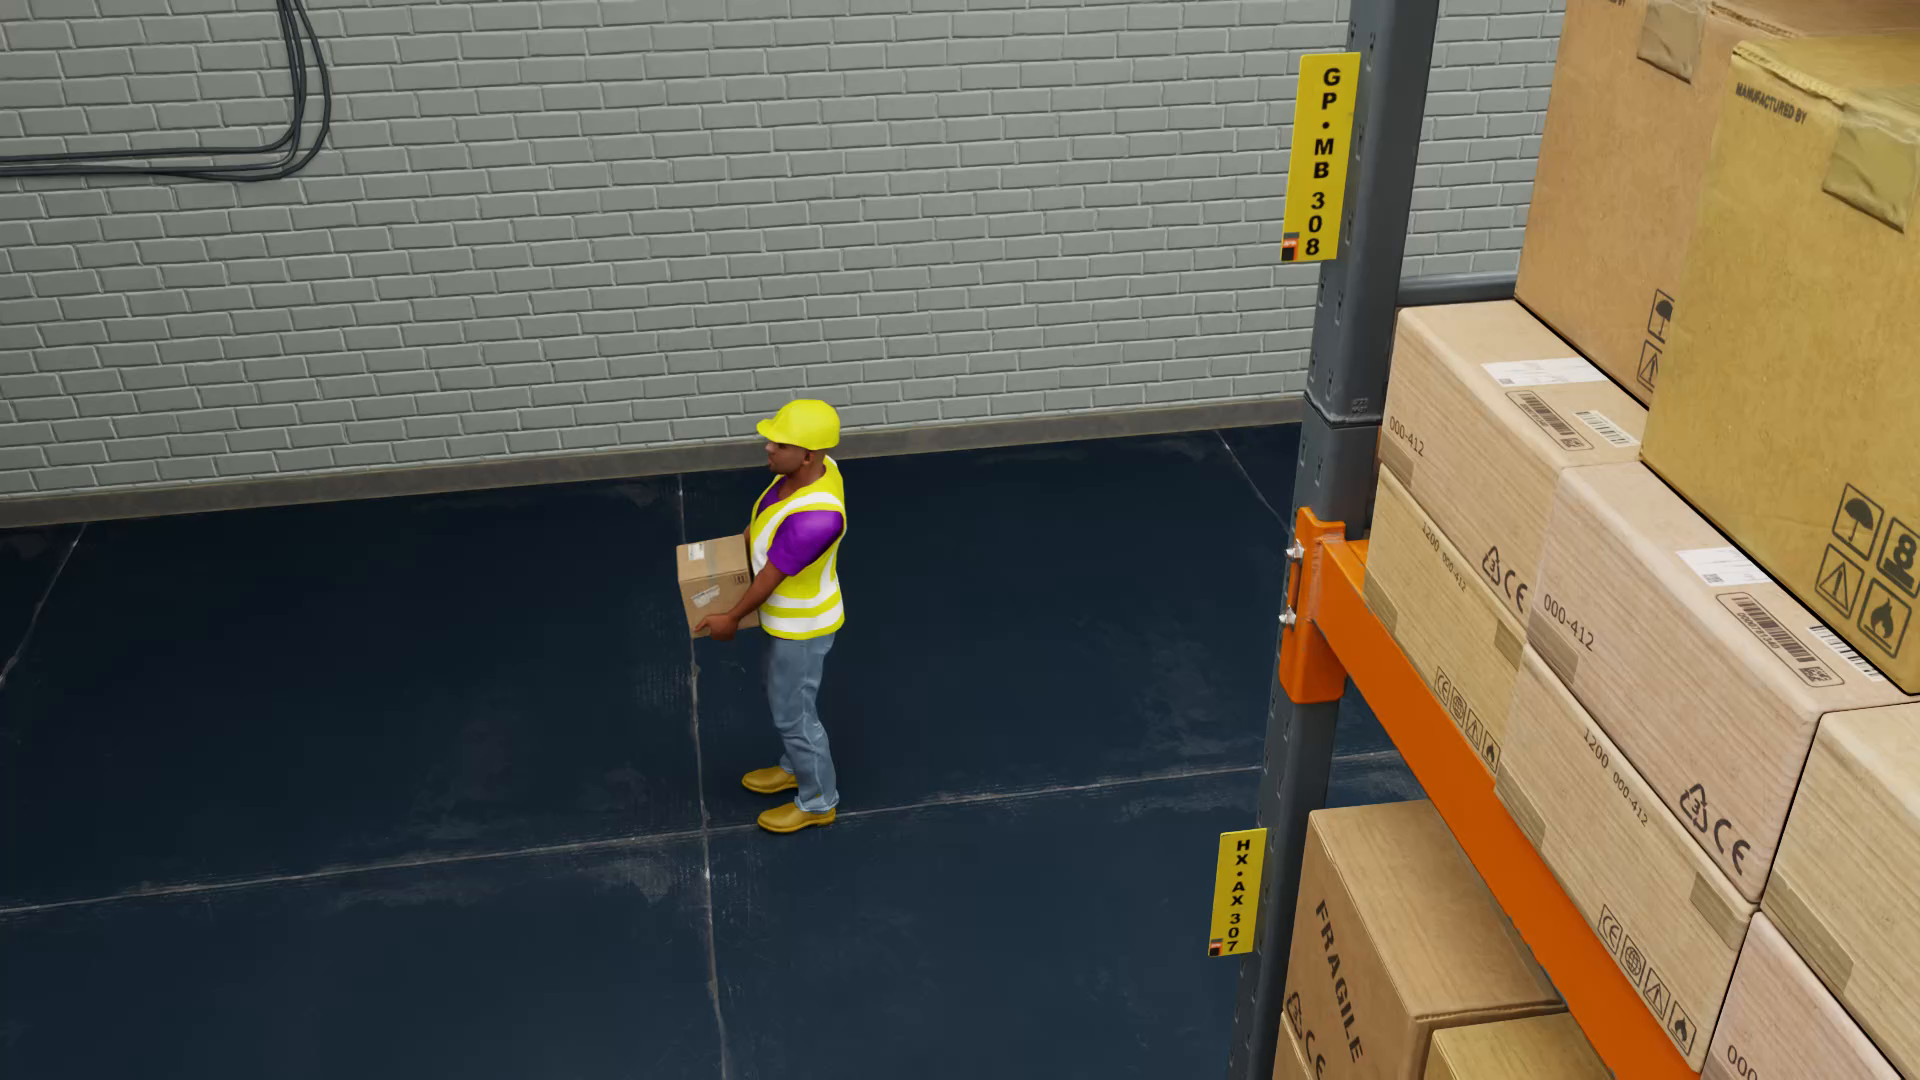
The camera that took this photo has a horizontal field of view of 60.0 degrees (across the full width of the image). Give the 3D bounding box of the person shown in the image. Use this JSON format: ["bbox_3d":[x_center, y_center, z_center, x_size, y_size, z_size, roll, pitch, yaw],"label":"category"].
[{"bbox_3d":[-0.691,0.289,6.123,0.577,1.760,0.503,-5,31,-8],"label":"person"}]
